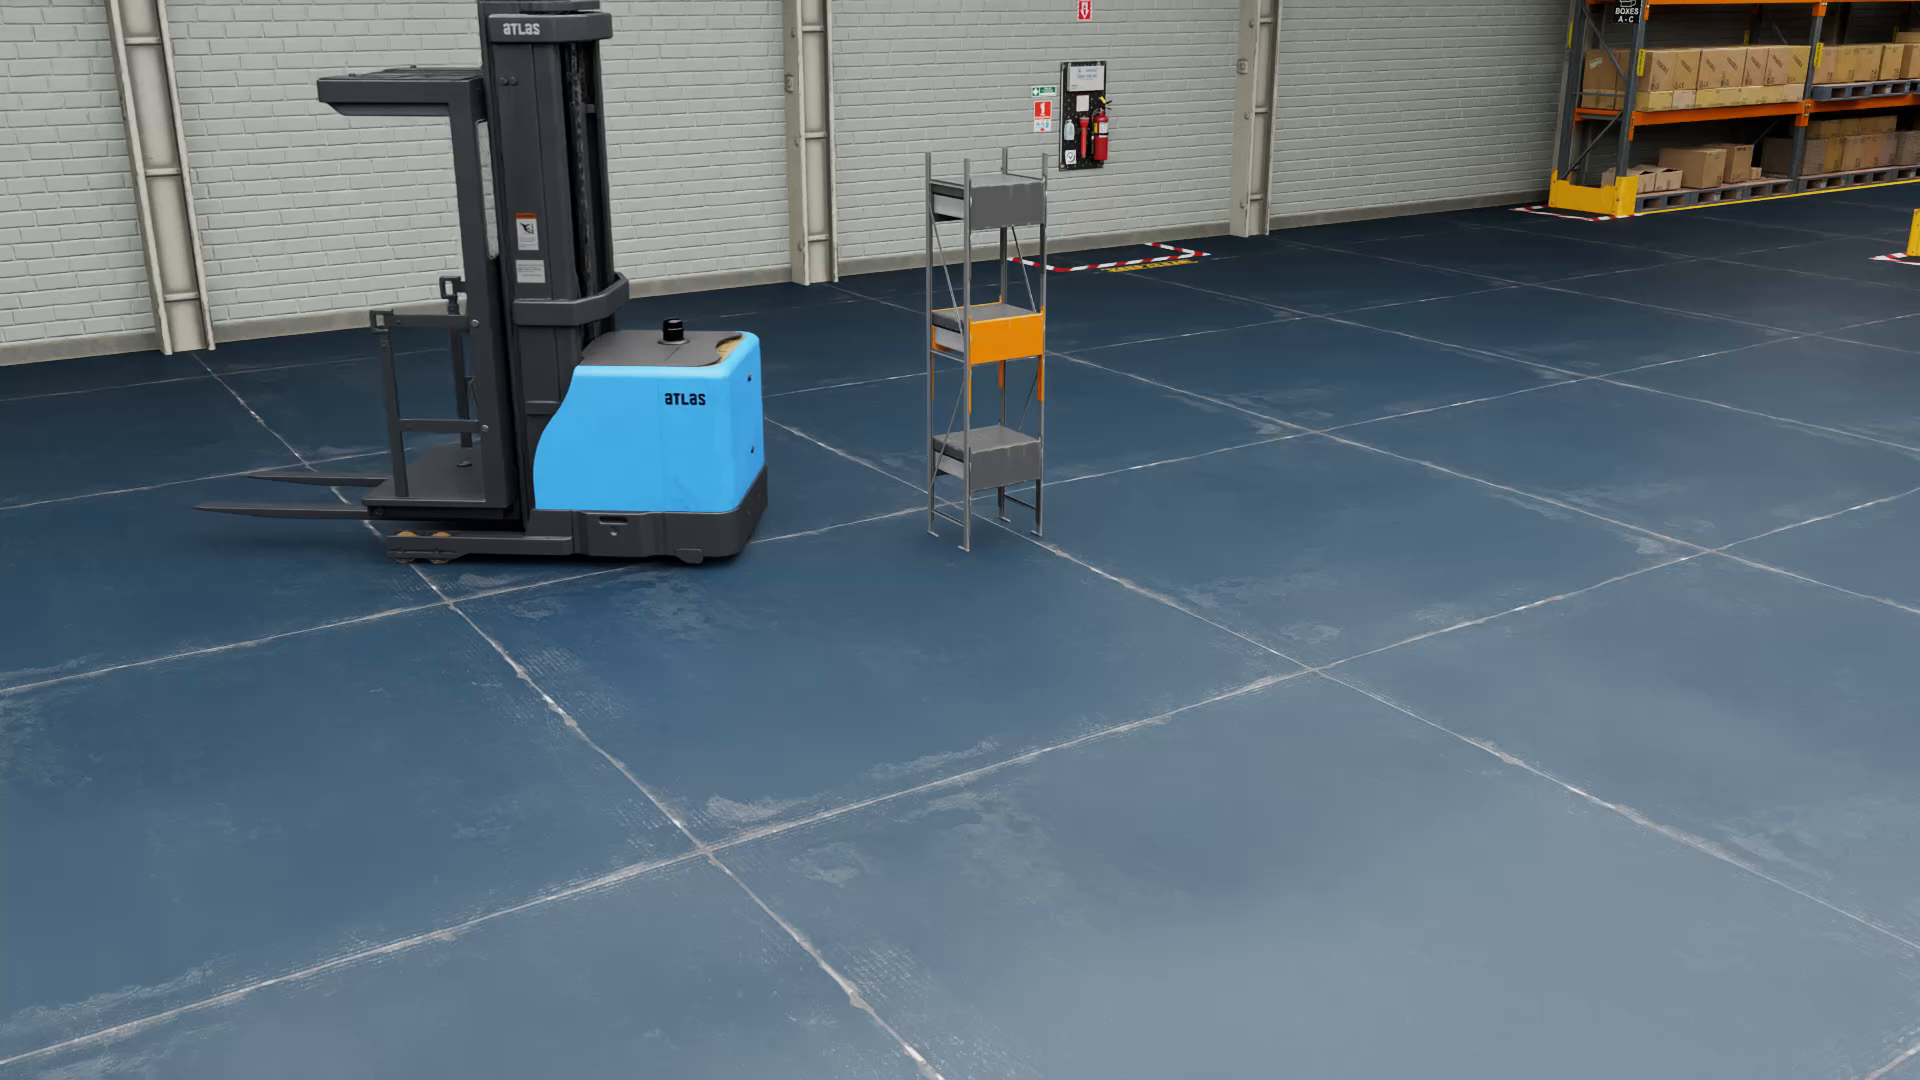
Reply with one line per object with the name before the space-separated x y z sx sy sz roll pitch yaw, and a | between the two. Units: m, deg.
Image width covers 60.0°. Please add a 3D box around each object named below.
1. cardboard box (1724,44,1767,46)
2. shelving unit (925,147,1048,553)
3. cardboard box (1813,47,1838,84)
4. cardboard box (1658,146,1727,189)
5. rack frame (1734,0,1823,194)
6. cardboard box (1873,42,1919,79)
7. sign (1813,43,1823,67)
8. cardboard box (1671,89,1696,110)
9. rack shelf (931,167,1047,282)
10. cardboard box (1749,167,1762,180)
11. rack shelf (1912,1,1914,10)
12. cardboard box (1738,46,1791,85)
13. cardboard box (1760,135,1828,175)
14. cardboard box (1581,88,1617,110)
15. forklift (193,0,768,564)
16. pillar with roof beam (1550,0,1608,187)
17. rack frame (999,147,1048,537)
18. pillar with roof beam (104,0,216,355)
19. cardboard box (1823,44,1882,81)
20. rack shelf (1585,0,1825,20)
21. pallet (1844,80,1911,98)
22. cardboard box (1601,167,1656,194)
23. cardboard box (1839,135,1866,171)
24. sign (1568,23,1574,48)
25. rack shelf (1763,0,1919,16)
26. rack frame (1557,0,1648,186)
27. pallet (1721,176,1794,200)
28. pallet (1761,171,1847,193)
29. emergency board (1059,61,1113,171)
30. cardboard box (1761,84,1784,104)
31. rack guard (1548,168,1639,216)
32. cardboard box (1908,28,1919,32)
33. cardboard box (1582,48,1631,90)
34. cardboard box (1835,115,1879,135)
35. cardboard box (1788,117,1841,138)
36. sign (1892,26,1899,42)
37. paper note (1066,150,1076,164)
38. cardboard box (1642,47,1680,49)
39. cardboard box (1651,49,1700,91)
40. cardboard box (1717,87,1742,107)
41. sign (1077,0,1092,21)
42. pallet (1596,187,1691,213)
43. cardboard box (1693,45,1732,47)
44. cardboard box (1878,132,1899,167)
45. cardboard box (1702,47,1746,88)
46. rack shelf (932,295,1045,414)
cardboard box | 11.249 -6.818 23.760 0.500 0.500 0.500 -13 22 -33
shelving unit | 0.138 -1.024 8.995 0.503 2.100 0.431 -12 22 -31
cardboard box | 12.201 -6.887 24.090 0.500 0.500 0.700 -12 22 -31
cardboard box | 10.160 -5.185 23.113 0.500 0.500 0.700 -14 23 -35
rack frame | 11.757 -6.551 23.938 0.127 3.000 1.000 -12 22 -31
cardboard box | 14.259 -7.320 25.371 0.500 0.500 0.700 -14 23 -36
sign | 12.062 -6.817 23.374 0.005 0.325 0.100 -12 22 -31
cardboard box | 9.424 -5.881 22.160 0.500 0.250 0.500 -13 22 -33
rack shelf | 0.138 -1.674 8.775 0.480 0.518 0.431 -12 22 -31
cardboard box | 11.326 -5.315 24.019 0.250 0.166 0.380 -16 24 -38
rack shelf | 16.768 -8.688 26.699 4.000 0.370 1.077 -12 22 -31
cardboard box | 11.118 -6.589 23.084 0.500 0.500 0.500 -12 22 -32
cardboard box | 12.362 -5.709 24.665 0.500 0.500 0.700 -11 22 -30
cardboard box | 8.700 -5.919 22.272 0.500 0.250 0.500 -12 22 -31
forklift | -2.653 -1.429 8.894 3.031 2.935 1.130 1 19 4
pillar with roof beam | 10.893 -7.892 18.537 0.400 9.000 9.100 -12 22 -31
rack frame | 0.342 -1.067 9.122 0.015 2.100 0.400 -12 22 -31
pillar with roof beam | -4.141 -4.721 9.158 0.400 9.000 9.100 -12 22 -31
cardboard box | 13.204 -7.108 24.743 0.500 0.500 0.700 -9 21 -24
rack shelf | 10.086 -7.279 22.531 4.000 0.370 1.077 -12 22 -31
pallet | 13.467 -6.805 24.989 1.213 0.211 1.003 -12 22 -31
cardboard box | 9.043 -4.879 22.504 0.500 0.311 0.500 -15 24 -37
cardboard box | 13.215 -5.893 25.208 0.500 0.500 0.700 -12 22 -31
sign | 8.128 -6.697 22.068 0.005 0.325 0.100 -12 22 -31
rack shelf | 13.427 -7.983 24.615 4.000 0.370 1.077 -12 22 -31
rack frame | 8.416 -5.846 21.854 0.127 3.000 1.000 -12 22 -31
pallet | 11.215 -5.102 24.007 1.213 0.211 1.003 -12 22 -31
pallet | 12.406 -5.367 24.792 1.213 0.211 1.003 -12 22 -31
emergency board | 1.429 -4.719 18.520 0.643 1.169 0.194 -12 22 -31
cardboard box | 11.107 -6.239 23.220 0.500 0.250 0.500 -12 22 -31
rack guard | 8.480 -4.676 22.294 0.348 0.500 1.175 -12 22 -31
cardboard box | 15.334 -7.958 26.277 0.500 0.250 0.500 -11 22 -30
cardboard box | 8.693 -6.280 22.169 0.500 0.500 0.500 -12 22 -32
cardboard box | 13.588 -6.319 25.297 0.500 0.250 0.500 -12 22 -32
cardboard box | 12.728 -6.143 24.777 0.500 0.250 0.500 -12 22 -33
sign | 14.790 -7.952 26.274 0.005 0.325 0.100 -12 22 -31
paper note | 1.243 -4.289 18.624 0.142 0.148 0.016 -12 22 -31
cardboard box | 9.548 -6.458 22.696 0.500 0.500 0.500 -13 22 -33
cardboard box | 9.398 -6.228 22.016 0.500 0.500 0.500 -12 22 -31
cardboard box | 10.276 -6.058 22.682 0.500 0.250 0.500 -12 22 -31
sign | 1.368 -5.843 18.223 0.199 0.298 0.001 -12 22 -31
pallet | 9.178 -4.672 22.736 1.213 0.211 1.003 -12 22 -31
cardboard box | 10.396 -6.641 23.238 0.500 0.500 0.500 -11 22 -30
cardboard box | 14.031 -6.079 25.760 0.500 0.500 0.700 -12 22 -31
cardboard box | 10.258 -6.412 22.558 0.500 0.500 0.500 -11 22 -30
rack shelf | 0.138 -1.011 8.999 0.480 0.518 0.431 -12 22 -31
